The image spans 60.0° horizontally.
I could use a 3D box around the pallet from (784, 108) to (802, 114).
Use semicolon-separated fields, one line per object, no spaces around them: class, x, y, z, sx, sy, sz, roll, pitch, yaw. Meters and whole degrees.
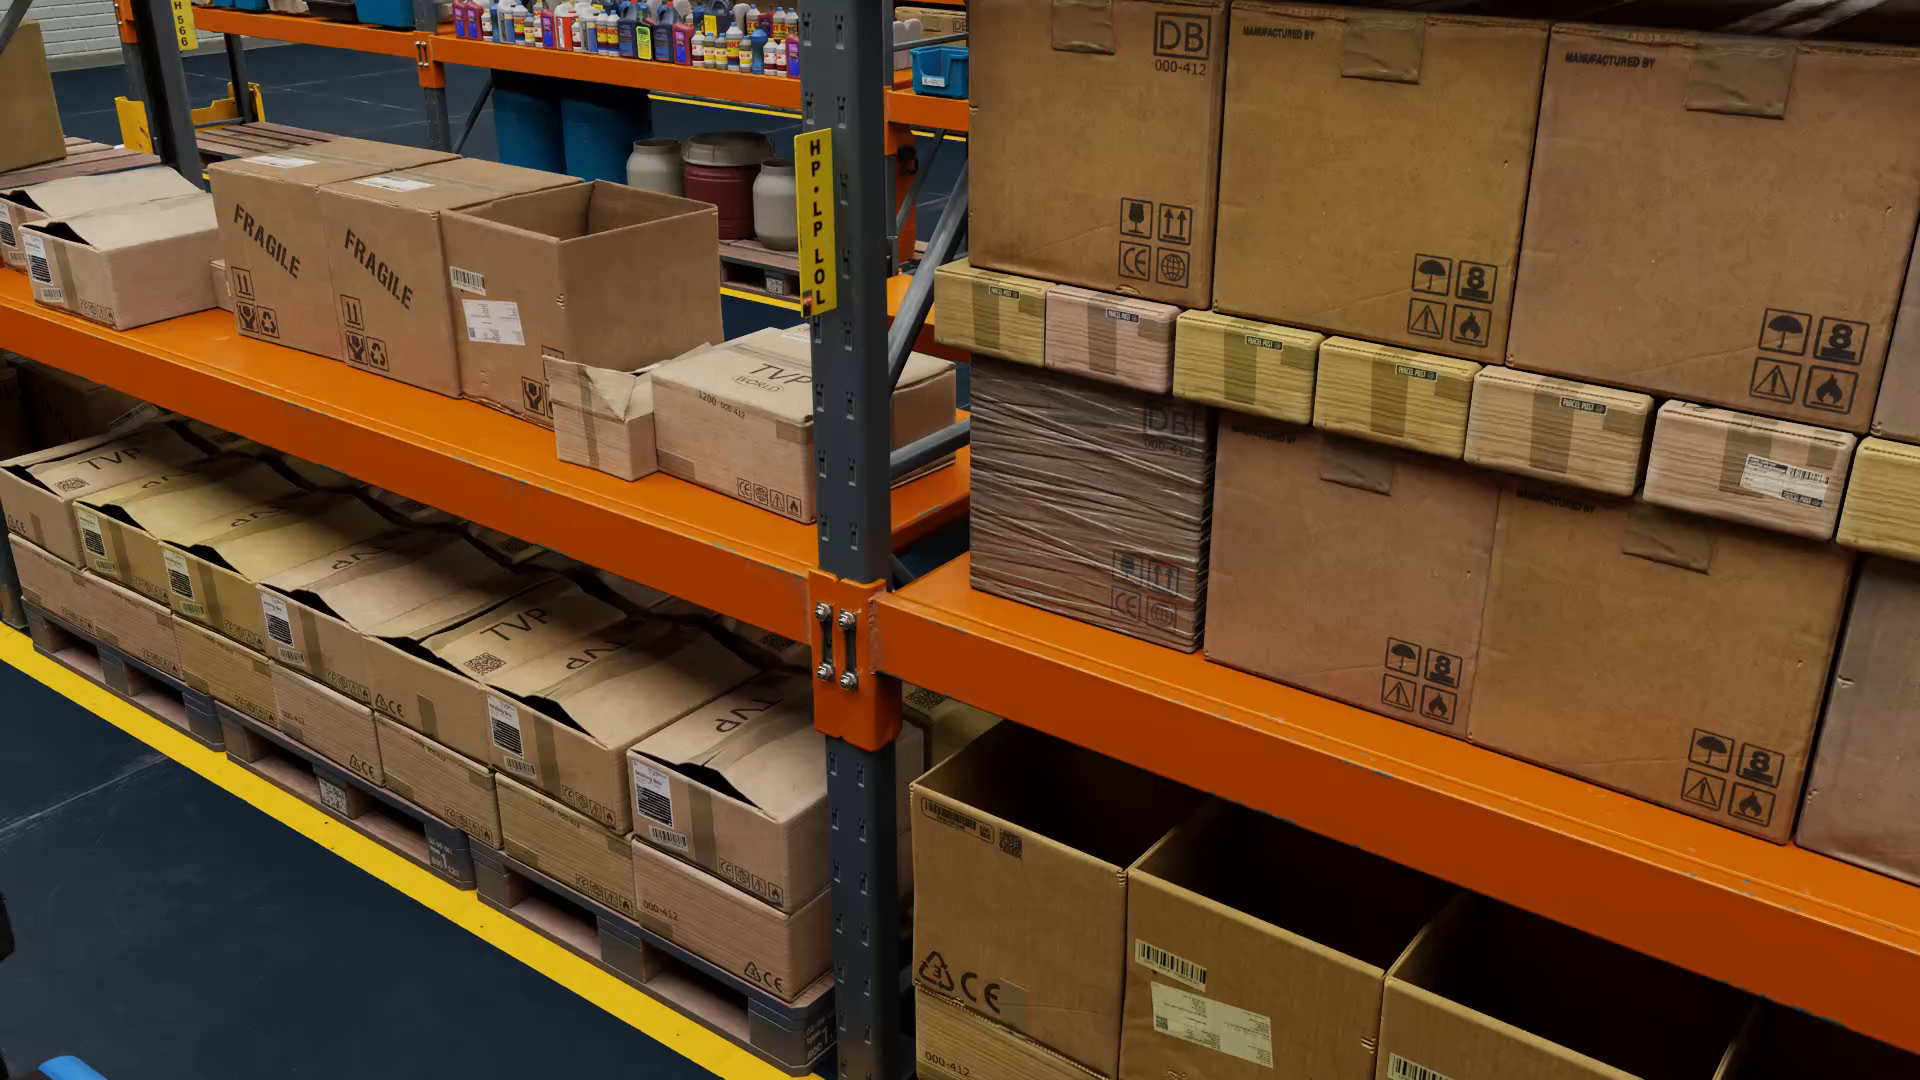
pallet;-0.956;-4.312;16.274;1.213;0.211;1.003;17;29;33

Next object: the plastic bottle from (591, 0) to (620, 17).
plastic bottle;-2.372;-3.550;11.148;0.185;0.351;0.144;17;29;33

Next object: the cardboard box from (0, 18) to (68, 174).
cardboard box;-3.710;-1.570;5.948;0.500;0.500;0.700;7;25;16

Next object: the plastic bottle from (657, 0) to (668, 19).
plastic bottle;-1.927;-3.387;10.877;0.097;0.271;0.097;0;24;0

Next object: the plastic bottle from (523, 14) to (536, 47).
plastic bottle;-2.776;-3.306;10.779;0.097;0.201;0.097;0;24;0

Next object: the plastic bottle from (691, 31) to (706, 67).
plastic bottle;-1.555;-2.937;9.942;0.097;0.201;0.097;0;24;0

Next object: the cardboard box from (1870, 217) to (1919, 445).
cardboard box;1.626;-0.419;2.248;0.500;0.500;0.700;17;29;33

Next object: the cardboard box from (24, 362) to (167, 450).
cardboard box;-3.331;-0.476;6.664;0.500;0.500;0.500;18;30;35

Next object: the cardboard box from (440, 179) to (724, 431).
cardboard box;-0.964;-0.613;4.297;0.500;0.500;0.500;19;30;37

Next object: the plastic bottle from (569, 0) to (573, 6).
plastic bottle;-2.676;-3.628;11.509;0.097;0.201;0.097;0;24;0

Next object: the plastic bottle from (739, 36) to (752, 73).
plastic bottle;-1.244;-2.843;9.728;0.097;0.201;0.097;0;24;0

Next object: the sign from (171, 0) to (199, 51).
sign;-2.808;-1.926;5.965;0.005;0.325;0.100;17;29;33

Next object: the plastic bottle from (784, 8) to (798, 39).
plastic bottle;-1.055;-3.200;10.452;0.097;0.271;0.097;0;24;0

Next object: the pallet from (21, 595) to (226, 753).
pallet;-2.503;0.272;5.872;1.213;0.211;1.003;17;29;33

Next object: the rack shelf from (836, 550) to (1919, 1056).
rack shelf;1.663;0.564;2.642;4.000;0.370;1.077;17;29;33

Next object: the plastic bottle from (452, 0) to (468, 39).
plastic bottle;-3.328;-3.501;11.120;0.133;0.283;0.061;17;29;33

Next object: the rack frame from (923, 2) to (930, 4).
rack frame;-0.395;-5.379;15.237;0.127;3.000;1.000;17;29;33

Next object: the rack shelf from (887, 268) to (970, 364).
rack shelf;-0.005;-0.784;6.409;1.000;0.278;0.538;17;29;33

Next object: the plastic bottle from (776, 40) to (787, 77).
plastic bottle;-1.010;-2.772;9.568;0.097;0.201;0.097;0;24;0

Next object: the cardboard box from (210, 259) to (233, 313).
cardboard box;-2.084;-0.811;5.182;0.250;0.149;0.380;19;30;37

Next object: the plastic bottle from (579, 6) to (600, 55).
plastic bottle;-2.297;-3.209;10.467;0.135;0.276;0.152;17;29;33

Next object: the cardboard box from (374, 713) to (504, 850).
cardboard box;-1.256;0.564;4.639;0.500;0.250;0.500;18;29;34

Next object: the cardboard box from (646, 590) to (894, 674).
cardboard box;-0.516;0.258;4.639;0.500;0.311;0.500;16;29;33

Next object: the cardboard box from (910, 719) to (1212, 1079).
cardboard box;0.246;0.687;3.429;0.500;0.500;0.500;17;29;33

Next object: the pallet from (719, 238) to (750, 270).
pallet;-1.792;-2.010;11.049;1.213;0.211;1.003;17;29;33

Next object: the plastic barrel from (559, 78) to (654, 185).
plastic barrel;-2.373;-2.704;11.249;0.708;0.901;0.600;17;29;33

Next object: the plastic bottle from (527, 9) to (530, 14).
plastic bottle;-2.870;-3.411;11.018;0.097;0.201;0.097;0;24;0

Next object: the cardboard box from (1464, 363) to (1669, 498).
cardboard box;0.980;-0.217;2.594;0.250;0.149;0.380;16;28;32

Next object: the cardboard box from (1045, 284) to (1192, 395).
cardboard box;0.362;-0.403;3.017;0.250;0.149;0.380;17;29;34

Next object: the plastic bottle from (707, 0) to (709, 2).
plastic bottle;-1.654;-3.396;10.882;0.133;0.283;0.061;17;29;33

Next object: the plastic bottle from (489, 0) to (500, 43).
plastic bottle;-3.040;-3.418;10.946;0.097;0.271;0.097;0;24;0

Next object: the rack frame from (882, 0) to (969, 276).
rack frame;-0.164;-2.813;9.415;0.127;3.000;1.000;17;29;33

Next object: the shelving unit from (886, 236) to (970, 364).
shelving unit;-0.005;-0.516;6.527;1.048;1.125;0.538;17;29;33

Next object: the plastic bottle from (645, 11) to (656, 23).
plastic bottle;-1.877;-3.093;10.195;0.133;0.283;0.061;17;29;33

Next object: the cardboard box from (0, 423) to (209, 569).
cardboard box;-2.895;-0.185;5.644;0.500;0.311;0.500;18;29;35

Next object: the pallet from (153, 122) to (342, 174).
pallet;-5.929;-3.260;13.887;1.213;0.211;1.003;17;29;33

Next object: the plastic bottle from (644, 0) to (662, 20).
plastic bottle;-2.052;-3.490;11.104;0.135;0.276;0.152;17;29;33

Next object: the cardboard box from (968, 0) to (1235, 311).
cardboard box;0.422;-0.783;3.074;0.500;0.500;0.700;17;29;34

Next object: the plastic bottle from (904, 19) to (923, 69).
plastic bottle;-0.317;-2.965;9.914;0.135;0.276;0.152;17;29;33

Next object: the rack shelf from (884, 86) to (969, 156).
rack shelf;1.436;-2.000;8.462;4.000;0.370;1.077;17;29;33

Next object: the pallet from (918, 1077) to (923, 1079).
pallet;0.674;1.233;3.690;1.213;0.211;1.003;17;29;33

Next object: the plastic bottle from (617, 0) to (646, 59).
plastic bottle;-2.015;-3.156;10.254;0.185;0.351;0.144;17;29;33

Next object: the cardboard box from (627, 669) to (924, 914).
cardboard box;-0.433;0.555;3.963;0.500;0.311;0.500;17;29;33

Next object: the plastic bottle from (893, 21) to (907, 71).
plastic bottle;-0.408;-2.916;9.803;0.135;0.276;0.152;17;29;33

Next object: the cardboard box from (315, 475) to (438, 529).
cardboard box;-1.749;-0.113;5.480;0.500;0.311;0.500;17;29;33

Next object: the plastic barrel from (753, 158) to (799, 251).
plastic barrel;-1.071;-2.088;10.332;0.421;0.512;0.421;0;24;0

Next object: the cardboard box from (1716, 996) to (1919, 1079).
cardboard box;1.448;1.049;2.608;0.500;0.500;0.500;17;29;33

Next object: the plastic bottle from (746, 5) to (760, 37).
plastic bottle;-1.317;-3.280;10.633;0.097;0.271;0.097;0;24;0

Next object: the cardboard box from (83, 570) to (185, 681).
cardboard box;-2.492;0.193;5.482;0.500;0.250;0.500;16;28;32

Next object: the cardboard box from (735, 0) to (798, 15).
cardboard box;-1.595;-5.002;16.496;0.875;0.875;0.875;17;29;33

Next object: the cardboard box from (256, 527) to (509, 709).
cardboard box;-1.651;0.187;4.799;0.500;0.311;0.500;16;29;33

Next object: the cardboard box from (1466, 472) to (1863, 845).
cardboard box;1.247;0.059;2.772;0.500;0.500;0.700;17;29;34

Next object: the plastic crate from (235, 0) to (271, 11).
plastic crate;-5.272;-4.142;12.563;0.300;0.233;0.416;17;29;33

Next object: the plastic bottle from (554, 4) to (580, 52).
plastic bottle;-2.482;-3.265;10.594;0.135;0.276;0.152;17;29;33

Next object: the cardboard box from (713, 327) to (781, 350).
cardboard box;-0.524;-0.414;4.281;0.250;0.149;0.380;17;29;33

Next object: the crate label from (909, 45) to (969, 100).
crate label;-0.052;-2.514;8.943;0.416;0.233;0.303;17;29;33

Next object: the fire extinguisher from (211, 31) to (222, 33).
fire extinguisher;-6.414;-4.725;14.312;0.183;0.674;0.296;17;29;33
